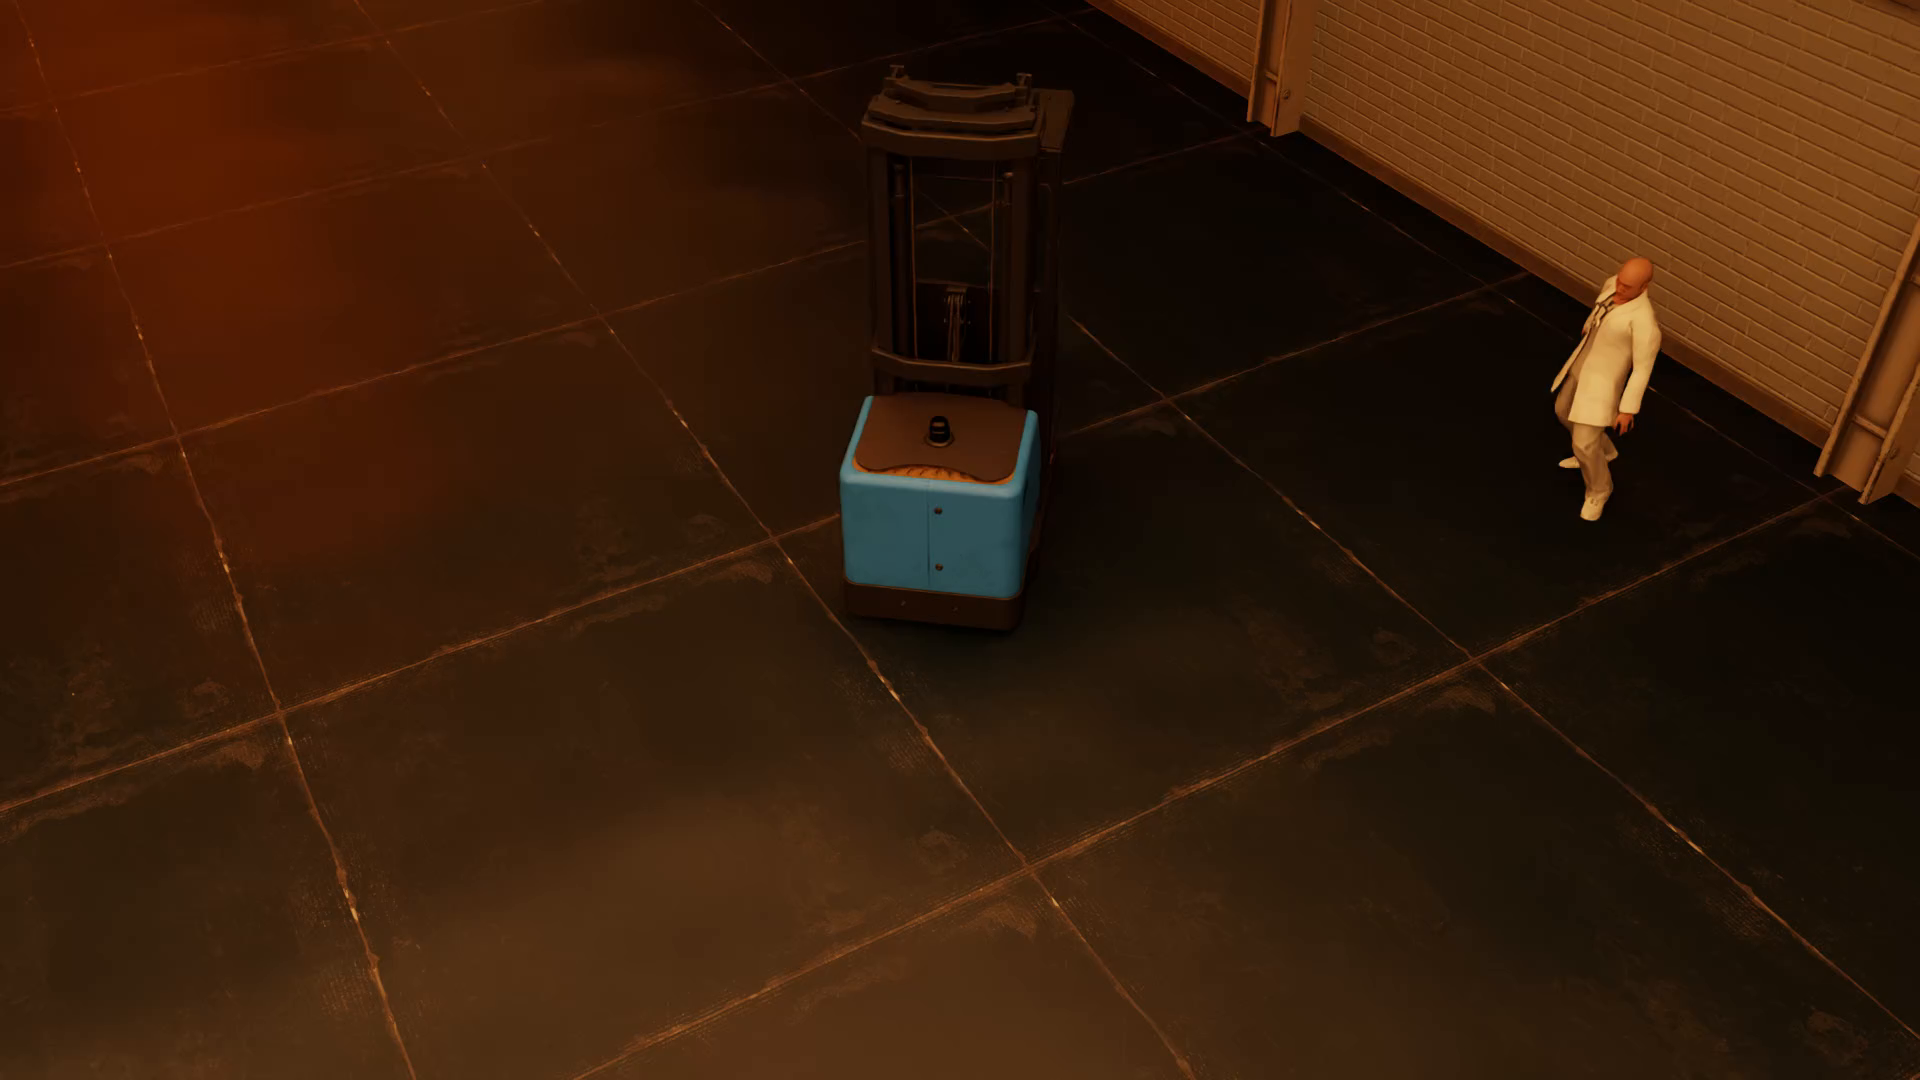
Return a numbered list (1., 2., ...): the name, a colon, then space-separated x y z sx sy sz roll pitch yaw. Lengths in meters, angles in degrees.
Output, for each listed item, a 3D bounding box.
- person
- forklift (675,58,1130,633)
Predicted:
1. person: 4.090 -1.104 10.274 0.433 1.777 0.726 -7 40 -8
2. forklift: -0.481 -1.366 9.683 3.031 2.935 1.130 26 46 28
